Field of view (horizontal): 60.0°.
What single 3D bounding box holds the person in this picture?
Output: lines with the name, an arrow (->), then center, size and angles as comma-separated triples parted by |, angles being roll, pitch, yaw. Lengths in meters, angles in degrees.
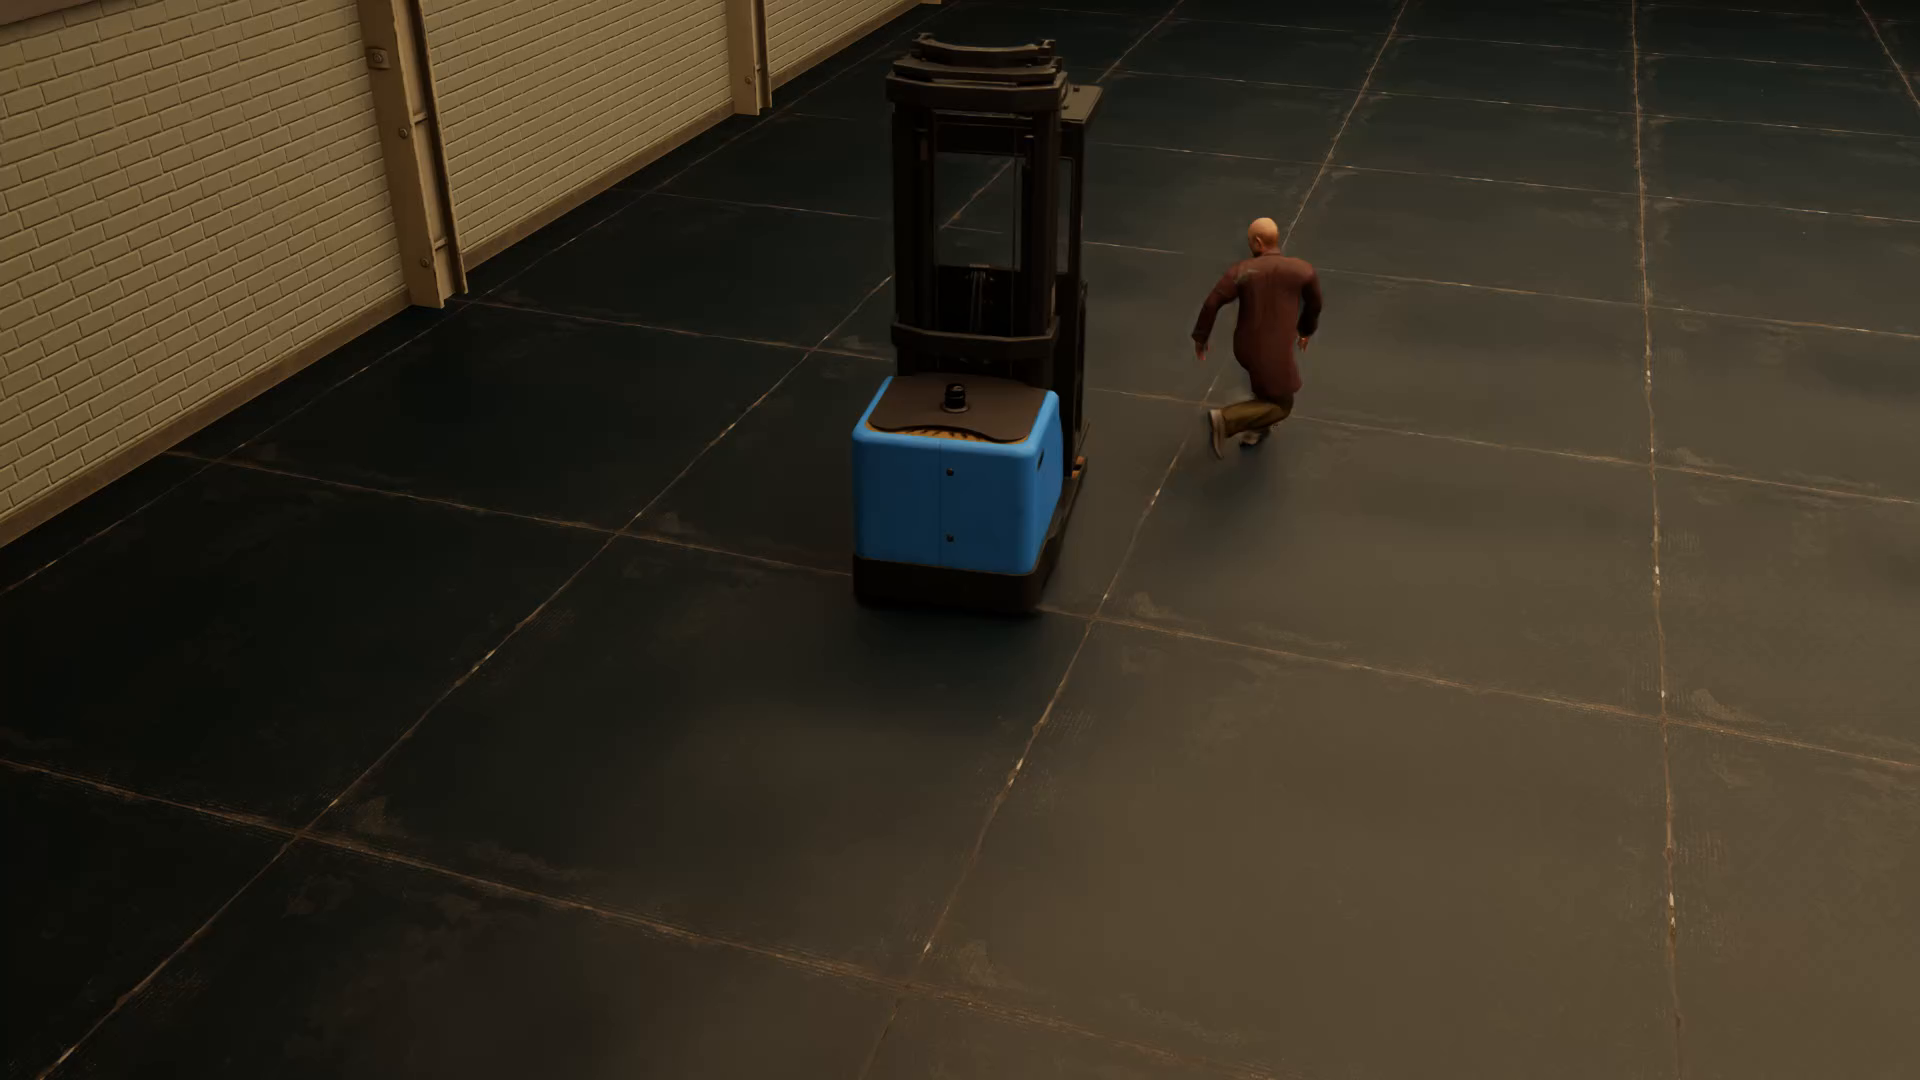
person -> 1.918, -1.313, 10.886 | 0.712, 1.552, 0.864 | 24, 38, 36

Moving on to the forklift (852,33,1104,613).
forklift -> 0.215, -1.585, 9.916 | 1.130, 2.935, 3.031 | 6, 30, 11
